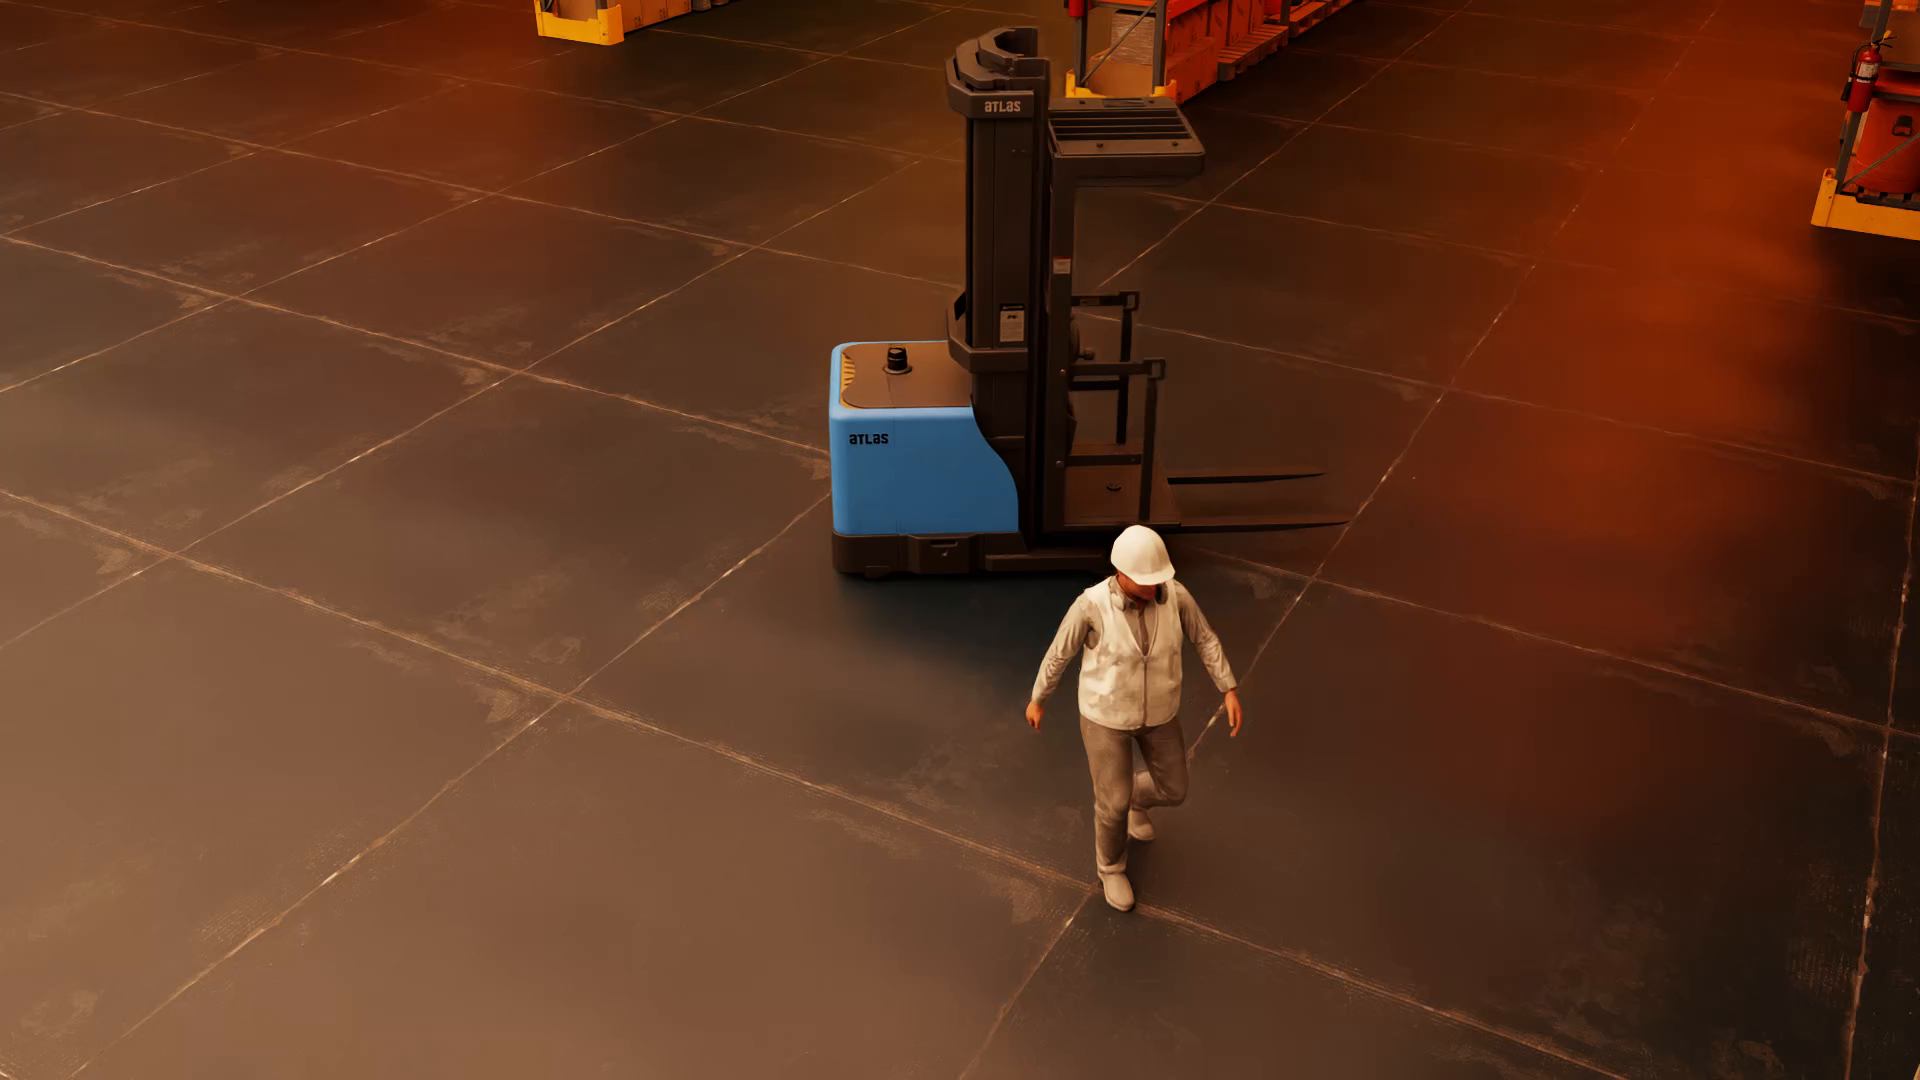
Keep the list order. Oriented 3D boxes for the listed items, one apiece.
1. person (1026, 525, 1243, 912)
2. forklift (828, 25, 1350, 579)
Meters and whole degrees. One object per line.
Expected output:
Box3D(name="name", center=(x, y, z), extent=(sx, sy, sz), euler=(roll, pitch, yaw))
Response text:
Box3D(name="person", center=(0.715, 0.711, 7.020), extent=(0.803, 1.755, 0.630), euler=(-9, 31, -15))
Box3D(name="forklift", center=(0.759, -1.314, 9.348), extent=(3.031, 2.935, 1.130), euler=(-1, 30, -2))
